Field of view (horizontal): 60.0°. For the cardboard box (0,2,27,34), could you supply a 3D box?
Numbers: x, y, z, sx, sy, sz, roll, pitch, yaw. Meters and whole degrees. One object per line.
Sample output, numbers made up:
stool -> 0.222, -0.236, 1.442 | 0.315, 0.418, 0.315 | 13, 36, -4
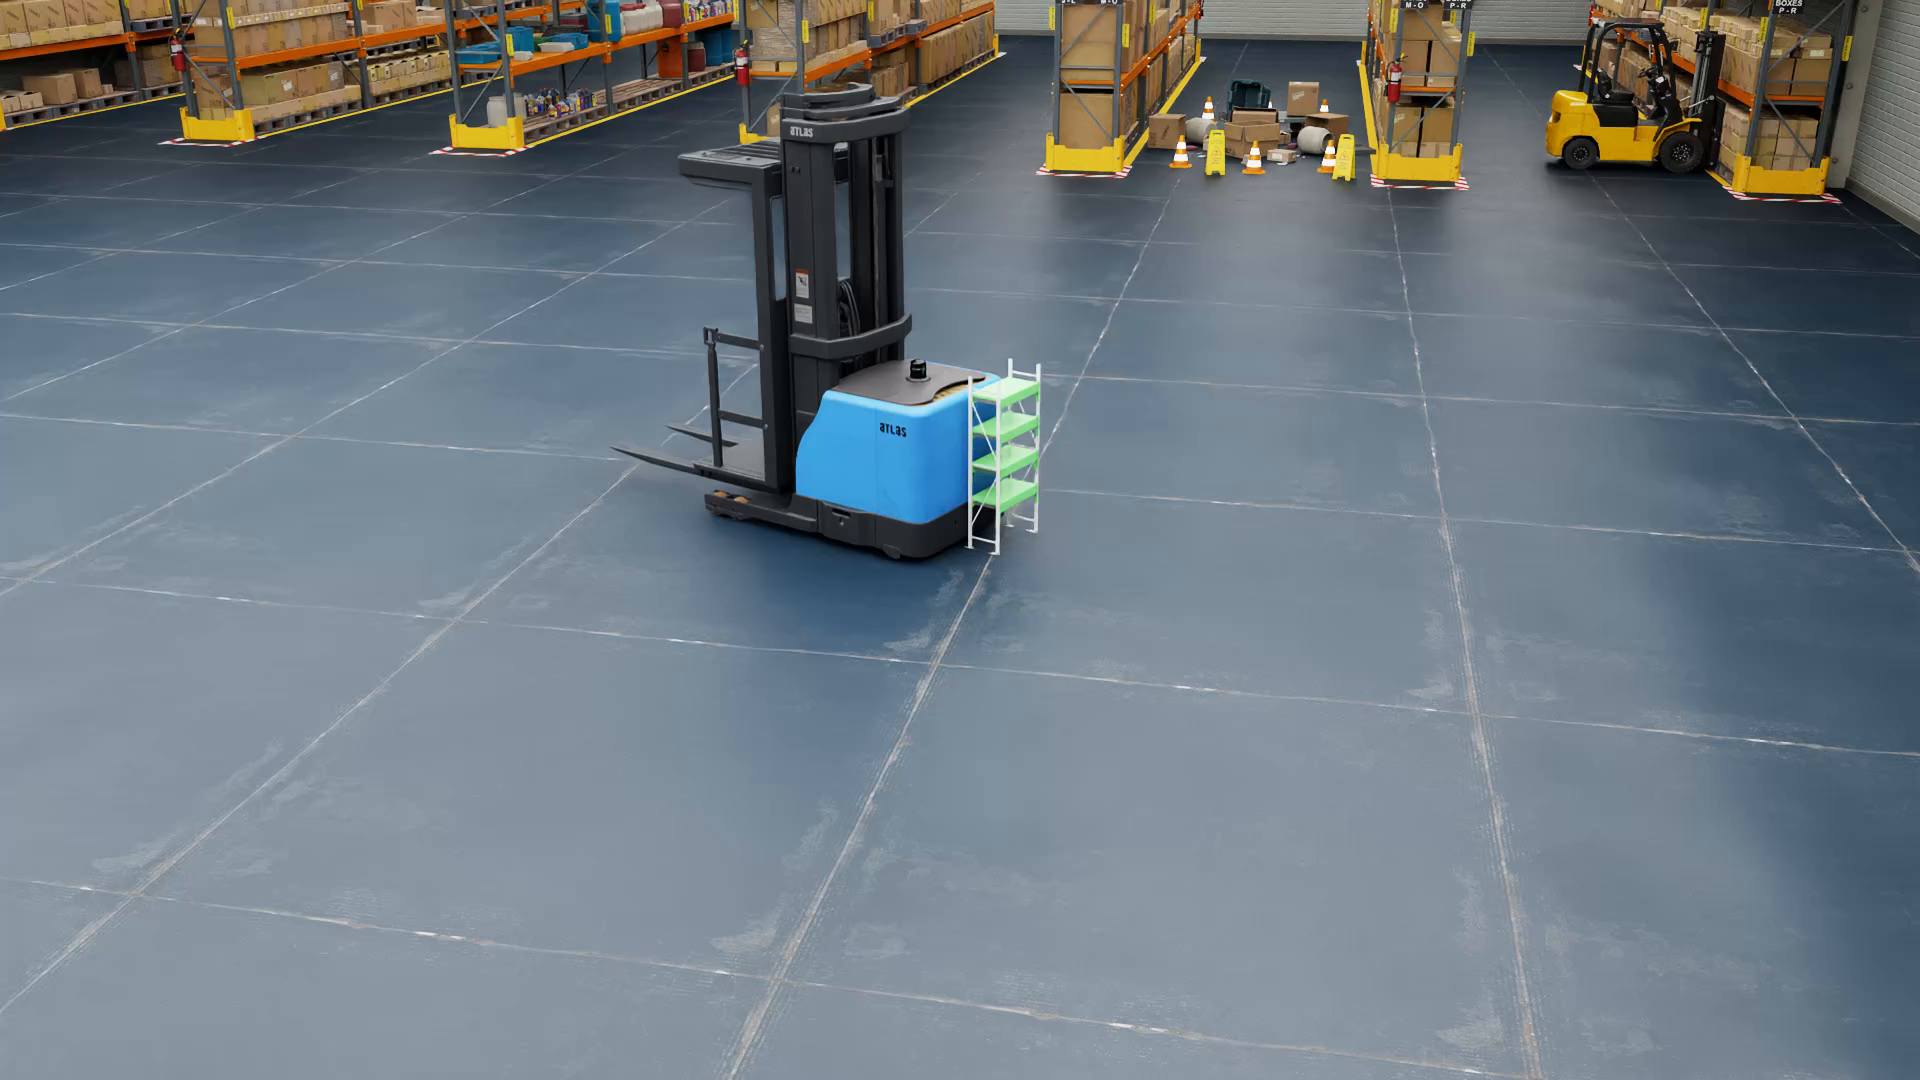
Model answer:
cardboard box -> -16.969, -9.247, 29.469 | 0.500, 0.500, 0.500 | 5, 22, 11

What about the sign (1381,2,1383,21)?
sign -> 7.049, -8.781, 27.590 | 0.100, 0.325, 0.005 | 4, 22, 11

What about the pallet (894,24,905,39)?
pallet -> -1.656, -9.605, 31.444 | 1.003, 0.211, 1.213 | 4, 22, 11

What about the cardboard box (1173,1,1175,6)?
cardboard box -> 4.206, -11.042, 34.131 | 0.380, 0.149, 0.250 | 5, 22, 11

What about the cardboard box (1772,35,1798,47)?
cardboard box -> 11.504, -6.995, 23.306 | 0.380, 0.149, 0.250 | 5, 22, 11

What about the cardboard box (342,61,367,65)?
cardboard box -> -11.903, -9.255, 32.685 | 0.500, 0.311, 0.500 | 5, 22, 12

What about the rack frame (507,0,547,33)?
rack frame -> -10.173, -12.640, 38.724 | 1.000, 3.000, 0.127 | 4, 22, 11

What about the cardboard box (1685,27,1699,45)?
cardboard box -> 12.401, -8.376, 27.666 | 0.500, 0.250, 0.500 | 4, 22, 10

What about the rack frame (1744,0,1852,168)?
rack frame -> 11.637, -6.363, 23.136 | 1.000, 3.000, 0.127 | 4, 22, 11

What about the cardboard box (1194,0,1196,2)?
cardboard box -> 5.132, -12.558, 37.987 | 0.500, 0.500, 0.500 | 5, 22, 11

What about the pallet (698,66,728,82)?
pallet -> -5.769, -10.241, 36.500 | 1.003, 0.211, 1.213 | 4, 22, 11

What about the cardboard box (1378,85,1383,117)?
cardboard box -> 7.209, -7.274, 27.515 | 0.500, 0.500, 0.500 | 6, 23, 13

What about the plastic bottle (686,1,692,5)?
plastic bottle -> -5.981, -11.725, 36.617 | 0.152, 0.276, 0.135 | 4, 22, 11

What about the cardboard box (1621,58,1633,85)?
cardboard box -> 13.668, -9.431, 33.540 | 0.500, 0.500, 0.500 | 4, 22, 10

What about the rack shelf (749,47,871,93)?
rack shelf -> -2.516, -7.893, 27.899 | 1.077, 0.370, 4.000 | 4, 22, 11

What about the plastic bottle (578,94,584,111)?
plastic bottle -> -6.838, -7.889, 29.974 | 0.061, 0.283, 0.133 | 6, 23, 14

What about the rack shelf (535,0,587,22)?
rack shelf -> -9.765, -13.038, 40.674 | 1.077, 0.370, 4.000 | 4, 22, 11

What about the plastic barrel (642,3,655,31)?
plastic barrel -> -6.227, -10.304, 32.773 | 0.421, 0.512, 0.421 | 0, 22, 0

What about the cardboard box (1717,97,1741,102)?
cardboard box -> 11.843, -6.687, 25.721 | 0.500, 0.250, 0.500 | 5, 23, 13

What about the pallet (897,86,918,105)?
pallet -> -1.453, -8.842, 33.025 | 1.003, 0.211, 1.213 | 4, 22, 11

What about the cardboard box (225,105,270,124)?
cardboard box -> -12.294, -7.350, 28.707 | 0.500, 0.250, 0.500 | 4, 22, 11

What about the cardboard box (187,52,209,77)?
cardboard box -> -16.228, -9.967, 34.844 | 0.700, 0.500, 0.500 | 4, 22, 11

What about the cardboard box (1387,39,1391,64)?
cardboard box -> 6.830, -7.509, 25.451 | 0.500, 0.500, 0.500 | 4, 22, 11

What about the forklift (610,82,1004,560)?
forklift -> -1.198, -1.641, 11.504 | 3.031, 2.935, 1.130 | 14, 26, 32

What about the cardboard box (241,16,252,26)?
cardboard box -> -12.279, -8.823, 28.243 | 0.380, 0.149, 0.250 | 4, 22, 10

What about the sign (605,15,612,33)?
sign -> -6.420, -9.418, 30.352 | 0.100, 0.325, 0.005 | 4, 22, 11

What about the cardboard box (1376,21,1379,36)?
cardboard box -> 8.259, -9.801, 31.874 | 0.500, 0.250, 0.500 | 4, 22, 9

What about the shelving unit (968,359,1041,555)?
shelving unit -> 0.295, -0.555, 11.126 | 0.258, 1.200, 0.503 | 14, 26, 31

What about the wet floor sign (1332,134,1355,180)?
wet floor sign -> 5.691, -5.660, 24.542 | 0.267, 0.644, 0.232 | 13, 25, 29

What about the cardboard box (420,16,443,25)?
cardboard box -> -10.902, -10.711, 34.269 | 0.380, 0.149, 0.250 | 4, 22, 11

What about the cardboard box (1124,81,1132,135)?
cardboard box -> 2.350, -7.197, 27.491 | 0.875, 0.875, 0.875 | 5, 22, 11

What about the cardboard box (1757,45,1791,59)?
cardboard box -> 11.434, -6.858, 23.364 | 0.380, 0.149, 0.250 | 5, 22, 12

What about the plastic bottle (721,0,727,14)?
plastic bottle -> -5.229, -11.810, 36.728 | 0.144, 0.351, 0.185 | 4, 22, 11

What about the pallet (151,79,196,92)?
pallet -> -16.251, -9.530, 34.733 | 1.003, 0.211, 1.213 | 4, 22, 11

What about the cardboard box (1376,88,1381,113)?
cardboard box -> 7.982, -7.888, 29.879 | 0.950, 0.372, 0.625 | 5, 23, 13

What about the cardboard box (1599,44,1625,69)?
cardboard box -> 14.266, -10.538, 36.287 | 0.500, 0.500, 0.500 | 5, 22, 12

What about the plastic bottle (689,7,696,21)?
plastic bottle -> -5.641, -11.044, 34.926 | 0.152, 0.276, 0.135 | 4, 22, 11

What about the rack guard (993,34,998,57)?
rack guard -> 0.346, -12.196, 40.966 | 1.175, 0.500, 0.348 | 4, 22, 11

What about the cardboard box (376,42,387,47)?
cardboard box -> -14.664, -12.501, 41.162 | 0.700, 0.500, 0.500 | 4, 22, 10

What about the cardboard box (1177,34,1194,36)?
cardboard box -> 5.316, -11.867, 39.261 | 0.380, 0.149, 0.250 | 5, 22, 12

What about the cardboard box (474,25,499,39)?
cardboard box -> -10.714, -11.509, 37.667 | 0.500, 0.250, 0.500 | 5, 22, 11

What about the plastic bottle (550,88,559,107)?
plastic bottle -> -7.387, -8.036, 30.249 | 0.144, 0.351, 0.185 | 4, 22, 11

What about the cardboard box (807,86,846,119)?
cardboard box -> -2.338, -7.640, 29.092 | 0.500, 0.500, 0.500 | 12, 25, 28

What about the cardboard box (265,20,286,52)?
cardboard box -> -12.304, -8.841, 29.157 | 0.700, 0.500, 0.500 | 5, 22, 11

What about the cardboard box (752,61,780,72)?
cardboard box -> -3.068, -7.498, 26.293 | 0.380, 0.149, 0.250 | 4, 22, 11

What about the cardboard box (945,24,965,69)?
cardboard box -> -0.587, -10.857, 36.579 | 1.225, 0.875, 0.875 | 5, 22, 11

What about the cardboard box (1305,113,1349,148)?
cardboard box -> 6.043, -6.756, 27.456 | 0.500, 0.500, 0.500 | -16, 27, -35

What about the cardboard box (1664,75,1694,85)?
cardboard box -> 13.003, -7.915, 29.608 | 0.875, 0.625, 0.625 | 5, 23, 13

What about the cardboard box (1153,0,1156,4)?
cardboard box -> 3.237, -9.980, 30.645 | 0.700, 0.500, 0.500 | 4, 22, 10

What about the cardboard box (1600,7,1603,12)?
cardboard box -> 14.560, -11.902, 37.226 | 0.380, 0.149, 0.250 | 5, 22, 12

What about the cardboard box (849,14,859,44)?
cardboard box -> -2.260, -8.982, 29.110 | 0.875, 0.500, 0.500 | 4, 22, 11

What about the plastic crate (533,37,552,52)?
plastic crate -> -7.510, -8.762, 29.378 | 0.450, 0.188, 0.662 | 4, 22, 11

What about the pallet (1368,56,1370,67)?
pallet -> 9.956, -10.999, 38.382 | 1.003, 0.211, 1.213 | 4, 22, 11

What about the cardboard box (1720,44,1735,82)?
cardboard box -> 11.792, -7.170, 25.008 | 0.500, 0.500, 0.500 | 5, 22, 11

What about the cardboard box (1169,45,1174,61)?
cardboard box -> 4.024, -9.808, 33.472 | 0.500, 0.250, 0.500 | 4, 22, 10
